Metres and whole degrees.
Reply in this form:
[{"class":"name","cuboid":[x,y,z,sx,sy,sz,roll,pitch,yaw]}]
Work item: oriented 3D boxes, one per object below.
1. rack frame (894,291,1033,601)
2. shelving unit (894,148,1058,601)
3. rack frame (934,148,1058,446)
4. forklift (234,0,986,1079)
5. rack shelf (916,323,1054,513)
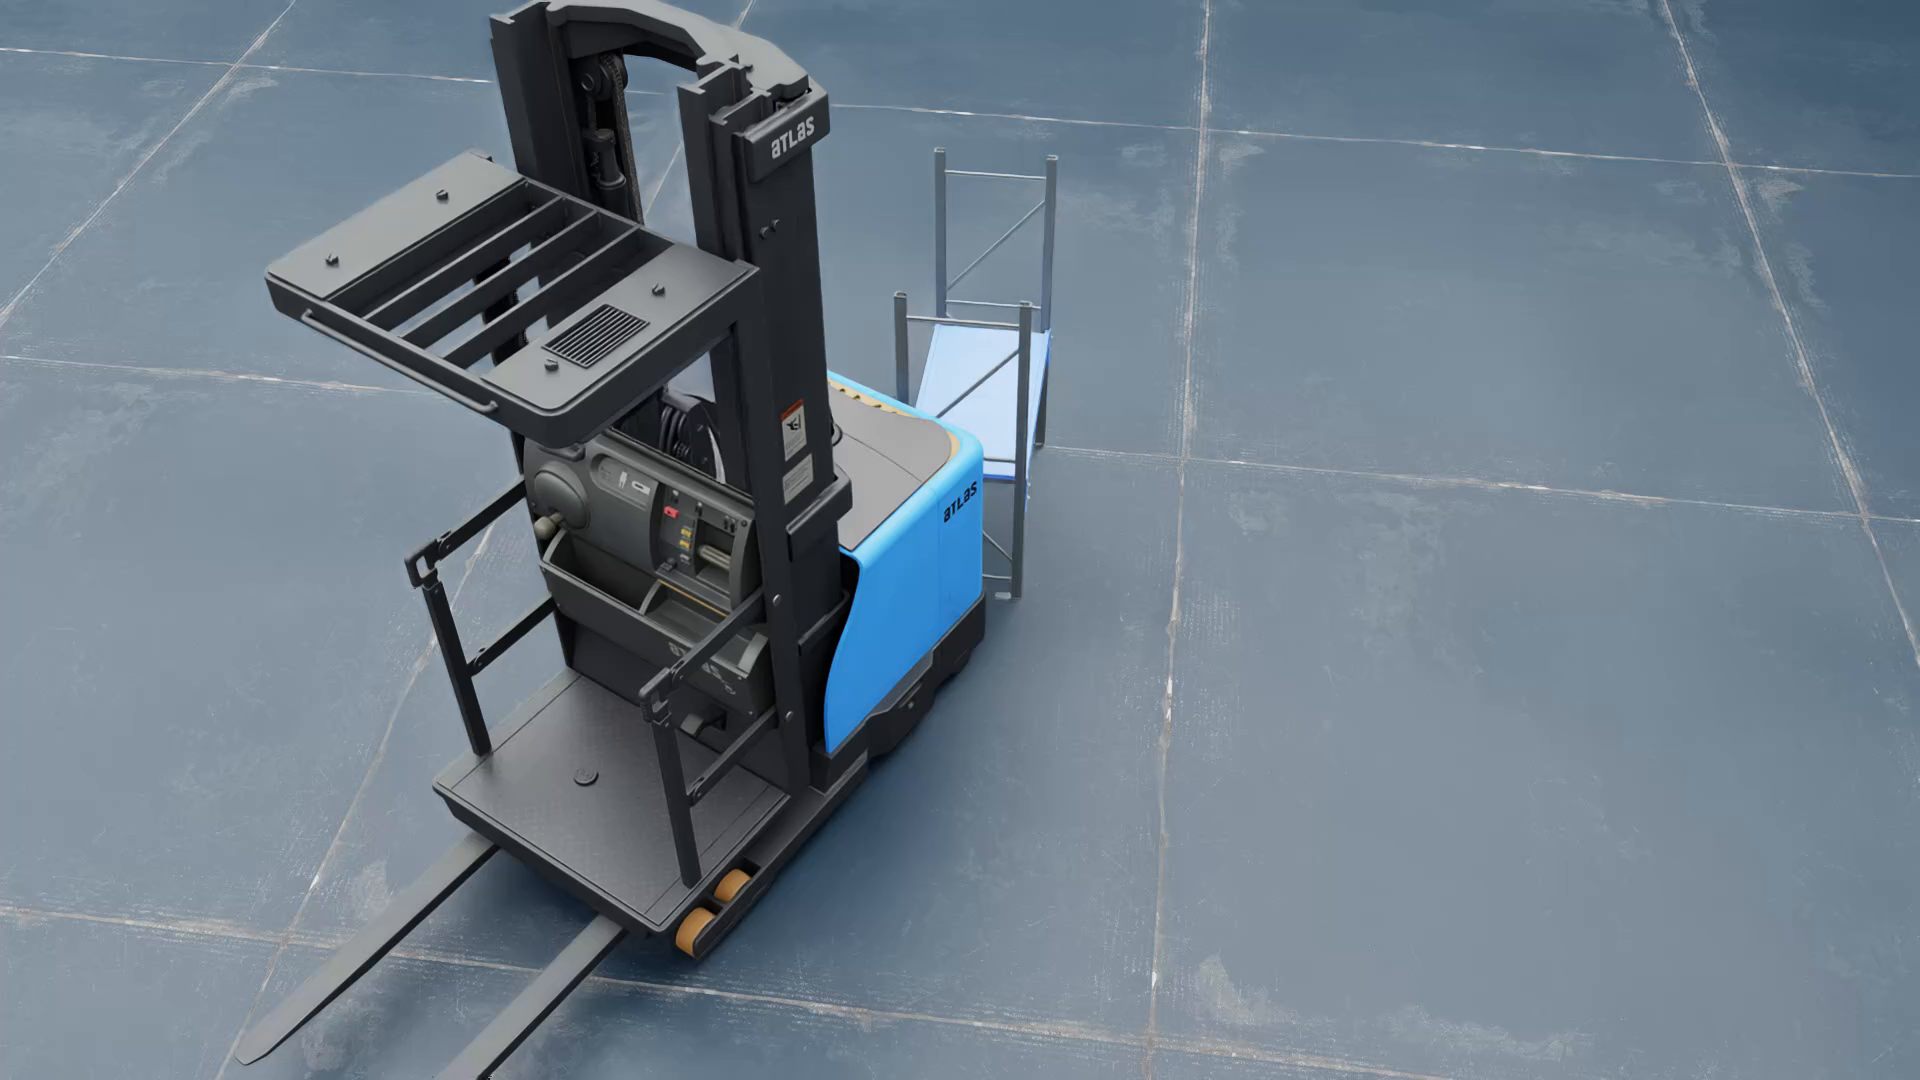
[{"class":"rack frame","cuboid":[0.011,-0.323,6.500,0.500,1.500,0.032,5,44,6]},{"class":"shelving unit","cuboid":[0.078,-0.669,6.866,0.538,1.500,1.048,5,44,6]},{"class":"rack frame","cuboid":[0.145,-1.016,7.232,0.500,1.500,0.032,5,44,6]},{"class":"forklift","cuboid":[-1.147,-0.010,5.129,1.130,2.935,3.031,25,49,24]},{"class":"rack shelf","cuboid":[0.078,-0.539,6.990,0.538,0.185,1.000,5,44,6]}]
